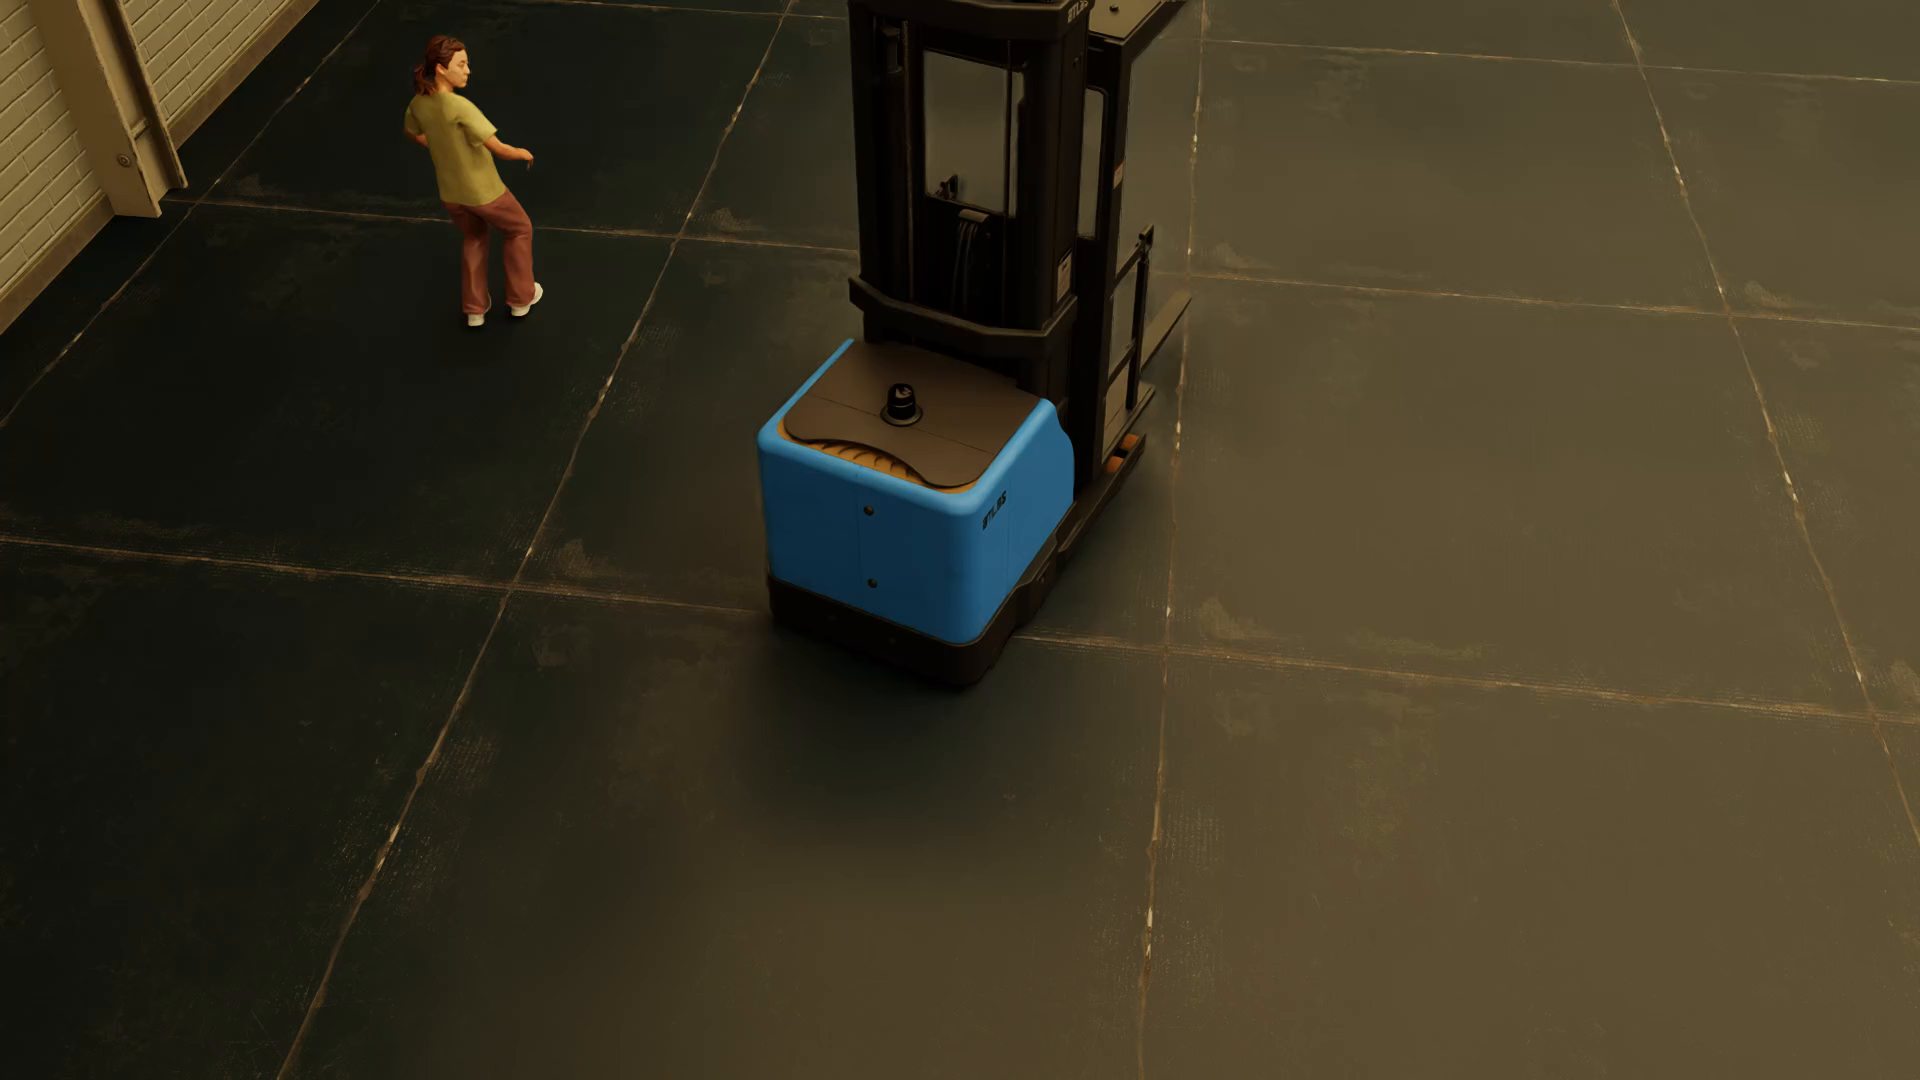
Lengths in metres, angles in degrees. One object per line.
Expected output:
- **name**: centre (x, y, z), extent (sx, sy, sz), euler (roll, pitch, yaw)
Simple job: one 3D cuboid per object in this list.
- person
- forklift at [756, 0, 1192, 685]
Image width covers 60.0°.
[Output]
- **person**: centre (-2.556, -1.880, 8.765), extent (0.687, 1.618, 0.477), euler (15, 45, 16)
- **forklift**: centre (0.269, -1.454, 7.307), extent (1.130, 2.935, 3.031), euler (19, 46, 20)
